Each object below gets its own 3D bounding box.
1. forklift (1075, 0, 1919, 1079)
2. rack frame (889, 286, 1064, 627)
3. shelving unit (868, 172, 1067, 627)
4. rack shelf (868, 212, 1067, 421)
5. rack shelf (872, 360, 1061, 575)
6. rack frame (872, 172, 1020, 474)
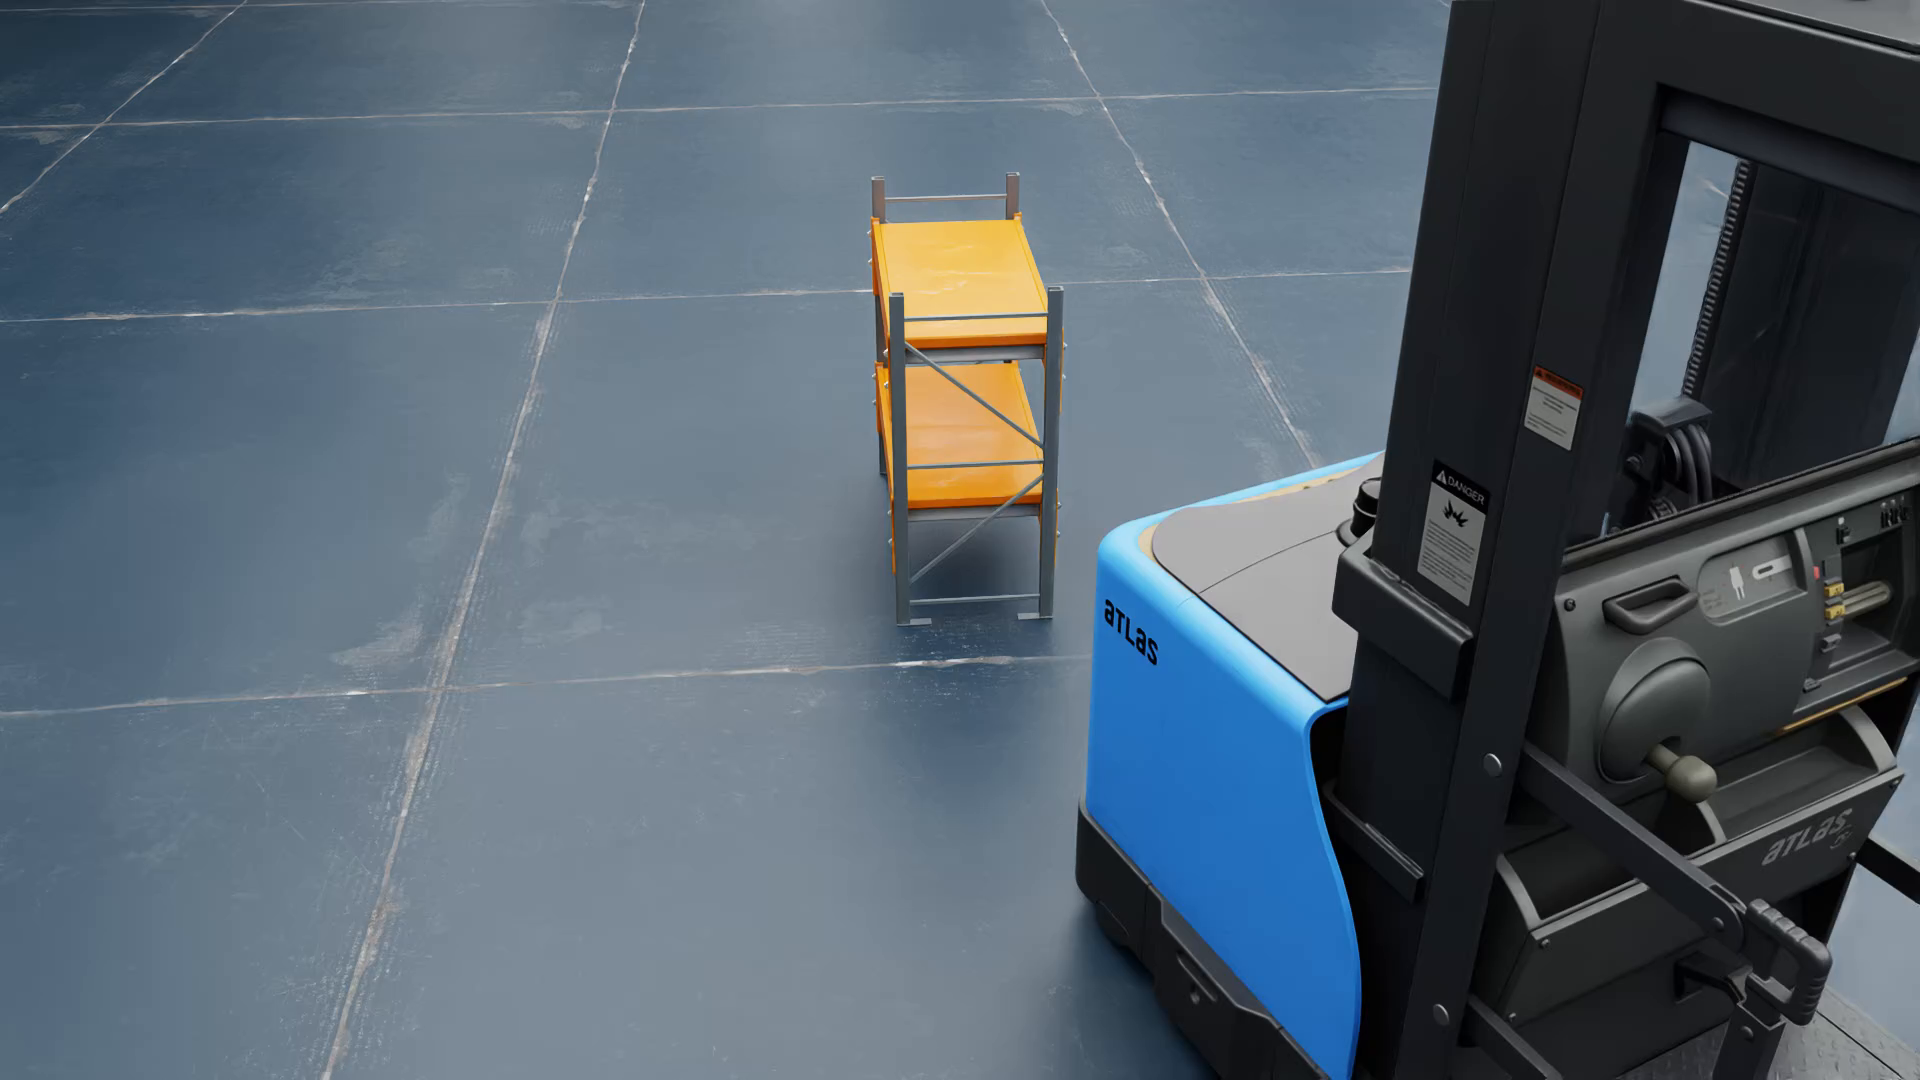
[{"bbox_3d":[1.425,0.190,2.573,1.130,2.935,3.031,-15,34,-24],"label":"forklift"},{"bbox_3d":[0.047,-0.227,5.033,0.500,1.125,0.032,-3,31,-5],"label":"rack frame"},{"bbox_3d":[-0.001,-0.486,5.467,0.538,1.125,1.048,-3,31,-5],"label":"shelving unit"},{"bbox_3d":[-0.001,-0.738,5.317,0.538,0.278,1.000,-3,31,-5],"label":"rack shelf"},{"bbox_3d":[-0.001,-0.276,5.593,0.538,0.278,1.000,-3,31,-5],"label":"rack shelf"},{"bbox_3d":[-0.048,-0.746,5.902,0.500,1.125,0.032,-3,31,-5],"label":"rack frame"}]
